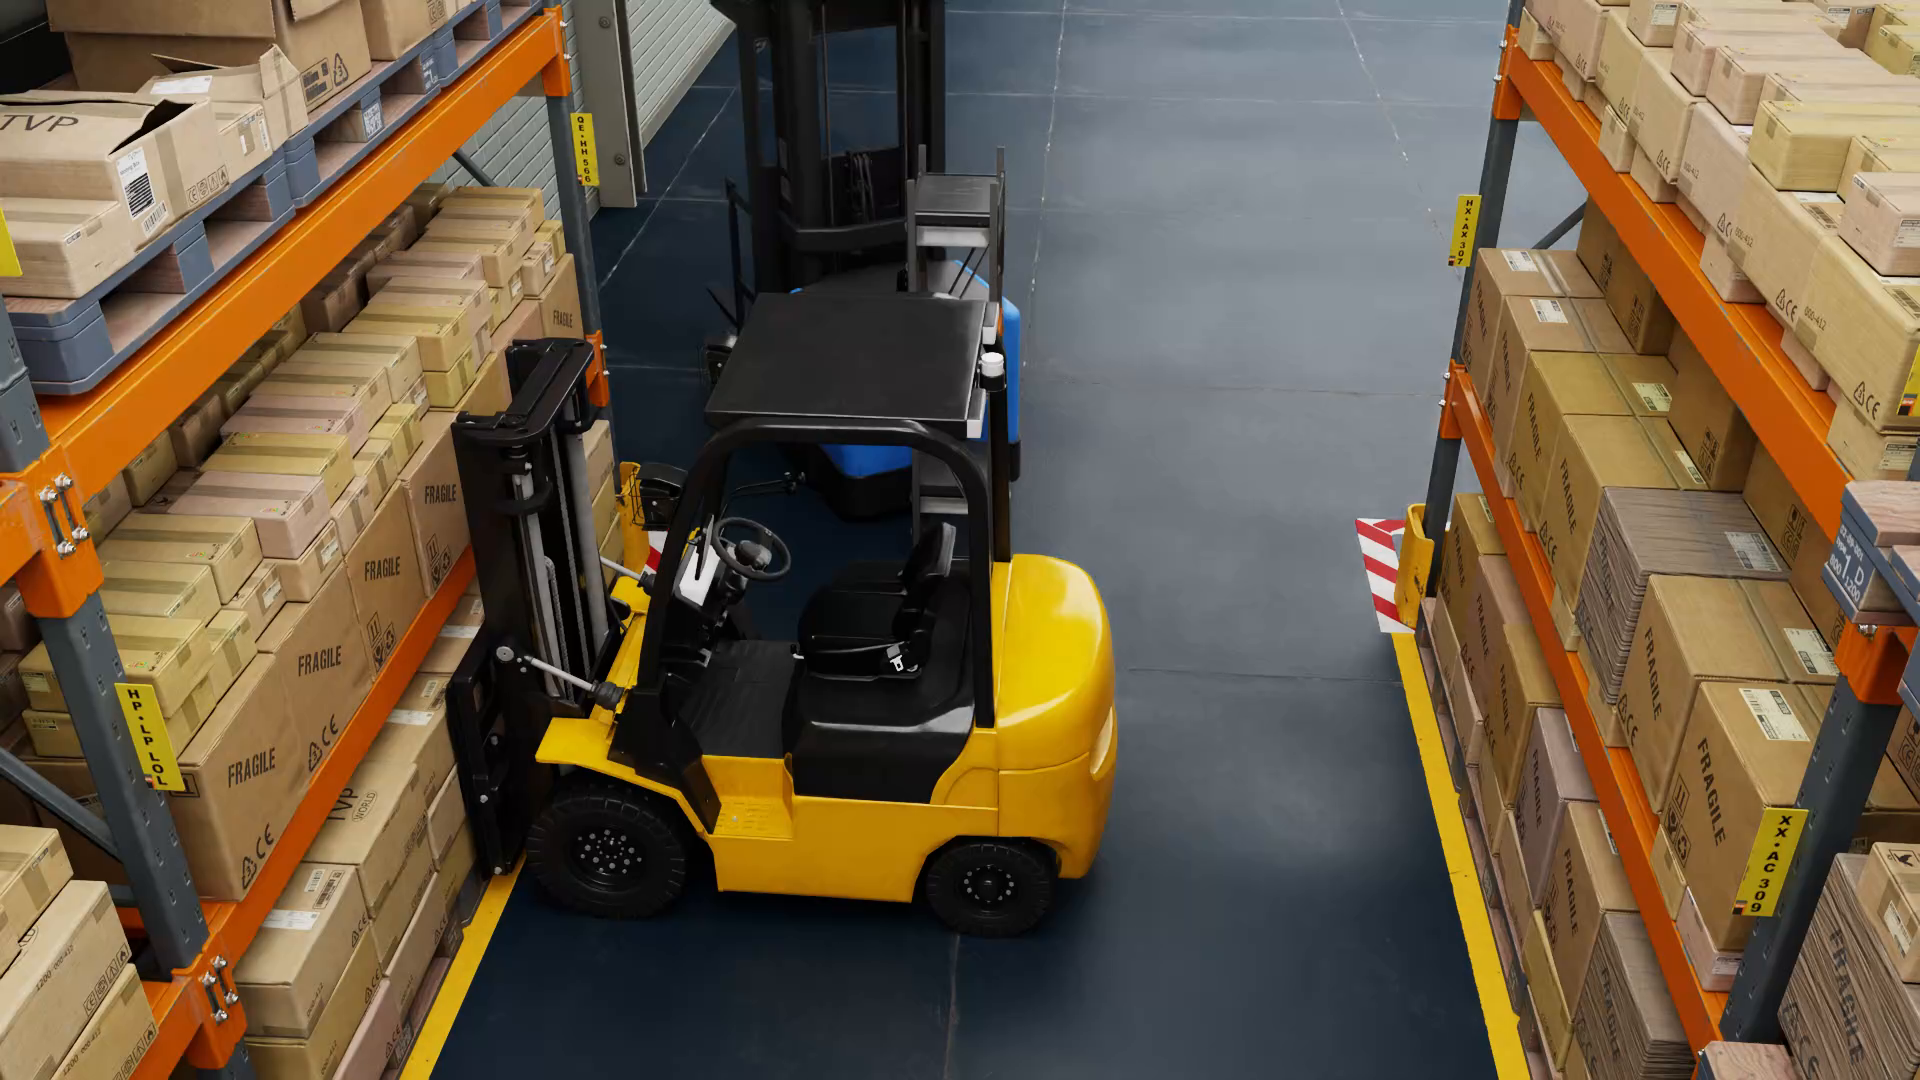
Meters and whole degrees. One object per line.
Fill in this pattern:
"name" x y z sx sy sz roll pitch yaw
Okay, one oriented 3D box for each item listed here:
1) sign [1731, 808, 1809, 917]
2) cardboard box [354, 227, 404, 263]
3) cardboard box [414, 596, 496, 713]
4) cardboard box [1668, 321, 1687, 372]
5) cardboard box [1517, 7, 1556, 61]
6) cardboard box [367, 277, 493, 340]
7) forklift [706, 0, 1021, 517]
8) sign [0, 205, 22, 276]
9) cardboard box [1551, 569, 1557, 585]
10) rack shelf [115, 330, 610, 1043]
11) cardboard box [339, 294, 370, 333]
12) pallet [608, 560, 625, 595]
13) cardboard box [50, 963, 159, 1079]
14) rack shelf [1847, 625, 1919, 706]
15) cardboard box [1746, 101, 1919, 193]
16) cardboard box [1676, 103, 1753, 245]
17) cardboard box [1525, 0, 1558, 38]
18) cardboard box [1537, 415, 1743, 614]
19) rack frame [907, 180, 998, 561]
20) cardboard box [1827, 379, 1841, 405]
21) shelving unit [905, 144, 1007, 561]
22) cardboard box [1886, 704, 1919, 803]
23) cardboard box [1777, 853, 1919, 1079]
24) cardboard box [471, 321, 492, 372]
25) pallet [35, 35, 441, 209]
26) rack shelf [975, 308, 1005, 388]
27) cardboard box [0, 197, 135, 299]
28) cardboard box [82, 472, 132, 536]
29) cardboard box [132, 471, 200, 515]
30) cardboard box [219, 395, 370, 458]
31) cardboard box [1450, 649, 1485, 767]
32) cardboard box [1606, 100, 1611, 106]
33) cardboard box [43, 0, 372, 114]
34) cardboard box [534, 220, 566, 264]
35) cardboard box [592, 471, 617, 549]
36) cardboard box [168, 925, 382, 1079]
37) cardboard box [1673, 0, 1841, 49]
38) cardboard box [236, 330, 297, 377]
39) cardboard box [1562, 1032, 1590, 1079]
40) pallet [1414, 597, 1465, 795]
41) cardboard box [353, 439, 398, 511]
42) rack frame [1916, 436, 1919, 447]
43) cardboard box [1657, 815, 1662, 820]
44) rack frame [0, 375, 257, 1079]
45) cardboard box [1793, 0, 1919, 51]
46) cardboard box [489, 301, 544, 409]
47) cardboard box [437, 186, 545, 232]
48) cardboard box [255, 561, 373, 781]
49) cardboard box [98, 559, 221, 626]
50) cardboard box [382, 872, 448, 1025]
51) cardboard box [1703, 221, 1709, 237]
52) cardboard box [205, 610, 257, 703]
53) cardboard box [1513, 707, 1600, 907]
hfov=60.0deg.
"sign" 1.877 0.749 3.851 0.100 0.325 0.005 2 32 4
"cardboard box" -2.506 -1.170 6.792 0.380 0.149 0.250 3 32 5
"cardboard box" -2.046 0.451 6.426 0.500 0.250 0.500 2 32 3
"cardboard box" 2.933 -0.738 5.757 0.700 0.500 0.500 2 32 3
"cardboard box" 2.394 -1.966 6.461 0.380 0.149 0.250 2 32 4
"cardboard box" -2.011 -0.878 6.319 0.380 0.149 0.250 3 32 5
"forklift" -0.749 -2.125 9.405 1.130 2.935 3.031 -14 34 -21
"sign" -1.987 -0.687 3.353 0.100 0.325 0.005 2 32 4
"cardboard box" 2.335 0.133 5.914 0.380 0.149 0.250 2 32 3
"rack shelf" -2.366 0.187 6.273 1.077 0.370 4.000 2 32 4
"cardboard box" -2.556 -0.916 6.664 0.380 0.149 0.250 1 32 2
"pallet" -2.224 0.424 7.861 1.003 0.211 1.213 2 32 4
"cardboard box" -2.309 1.265 3.981 0.500 0.250 0.500 3 32 5
"rack shelf" 2.256 1.212 1.752 1.077 0.370 4.000 2 32 4
"cardboard box" 2.172 -0.961 4.070 0.380 0.149 0.250 3 32 5
"cardboard box" 2.282 -0.976 4.475 0.500 0.250 0.500 2 32 3
"cardboard box" 2.438 -2.043 6.207 0.500 0.250 0.500 2 32 3
"cardboard box" 2.317 -0.085 5.650 0.500 0.500 0.500 2 32 3
"rack frame" -0.033 -0.680 7.852 0.400 2.100 0.015 2 32 4
"cardboard box" 2.249 -0.340 3.823 0.380 0.149 0.250 3 32 5
"shelving unit" -0.013 -0.807 8.059 0.431 2.100 0.503 2 32 4
"cardboard box" 2.671 0.321 4.039 0.700 0.500 0.500 2 32 3
"cardboard box" 2.095 1.021 3.454 0.500 0.500 0.500 3 32 5
"cardboard box" -2.032 -0.752 6.397 0.380 0.149 0.250 1 32 2
"pallet" -2.383 -1.396 5.382 1.003 0.211 1.213 2 32 4
"rack shelf" -0.013 -0.796 8.066 0.431 0.518 0.480 2 32 4
"cardboard box" -2.190 -0.687 3.890 0.380 0.149 0.250 3 32 5
"cardboard box" -2.776 -0.101 5.057 0.380 0.149 0.250 2 32 3
"cardboard box" -2.647 -0.105 5.348 0.380 0.149 0.250 3 32 6
"cardboard box" -2.181 -0.350 5.462 0.380 0.149 0.250 2 32 4
"cardboard box" 2.354 0.713 6.954 0.500 0.250 0.500 4 32 6
"cardboard box" 2.392 -1.418 5.572 0.380 0.149 0.250 2 32 2
"cardboard box" -2.265 -1.630 5.083 0.797 0.503 0.637 3 32 6
"cardboard box" -1.952 -1.291 7.272 0.380 0.149 0.250 3 32 5
"cardboard box" -1.931 -0.118 7.827 0.500 0.250 0.500 2 32 3
"cardboard box" -2.182 1.466 5.257 0.500 0.250 0.500 2 32 4
"cardboard box" 2.357 -1.493 4.934 0.380 0.149 0.250 3 32 5
"cardboard box" -2.598 -0.637 5.927 0.380 0.149 0.250 3 32 4
"cardboard box" 2.199 1.808 5.178 0.500 0.250 0.500 4 32 6
"pallet" 2.637 0.695 7.421 1.003 0.211 1.213 2 32 4
"cardboard box" -2.108 -0.216 5.528 0.380 0.149 0.250 1 32 2
"rack frame" 2.419 -1.418 2.473 1.000 3.000 0.127 2 32 4
"cardboard box" 2.253 0.799 4.835 0.380 0.149 0.250 3 32 4
"rack frame" -2.529 0.926 4.388 1.000 3.000 0.127 2 32 4
"cardboard box" 2.803 -1.614 5.130 0.380 0.149 0.250 2 32 3
"cardboard box" -2.033 -0.668 6.880 0.500 0.500 0.500 3 32 6
"cardboard box" -2.022 -1.414 7.189 0.380 0.149 0.250 3 32 4
"cardboard box" -2.207 0.390 5.163 0.500 0.500 0.500 3 32 5
"cardboard box" -2.294 0.186 4.593 0.380 0.149 0.250 3 32 5
"cardboard box" -2.134 1.413 5.818 0.500 0.250 0.500 2 32 3
"cardboard box" 2.344 -0.881 4.701 0.380 0.149 0.250 3 32 5
"cardboard box" -2.221 0.317 4.663 0.380 0.149 0.250 3 32 5
"cardboard box" 2.279 0.955 5.847 0.500 0.500 0.500 4 32 7
